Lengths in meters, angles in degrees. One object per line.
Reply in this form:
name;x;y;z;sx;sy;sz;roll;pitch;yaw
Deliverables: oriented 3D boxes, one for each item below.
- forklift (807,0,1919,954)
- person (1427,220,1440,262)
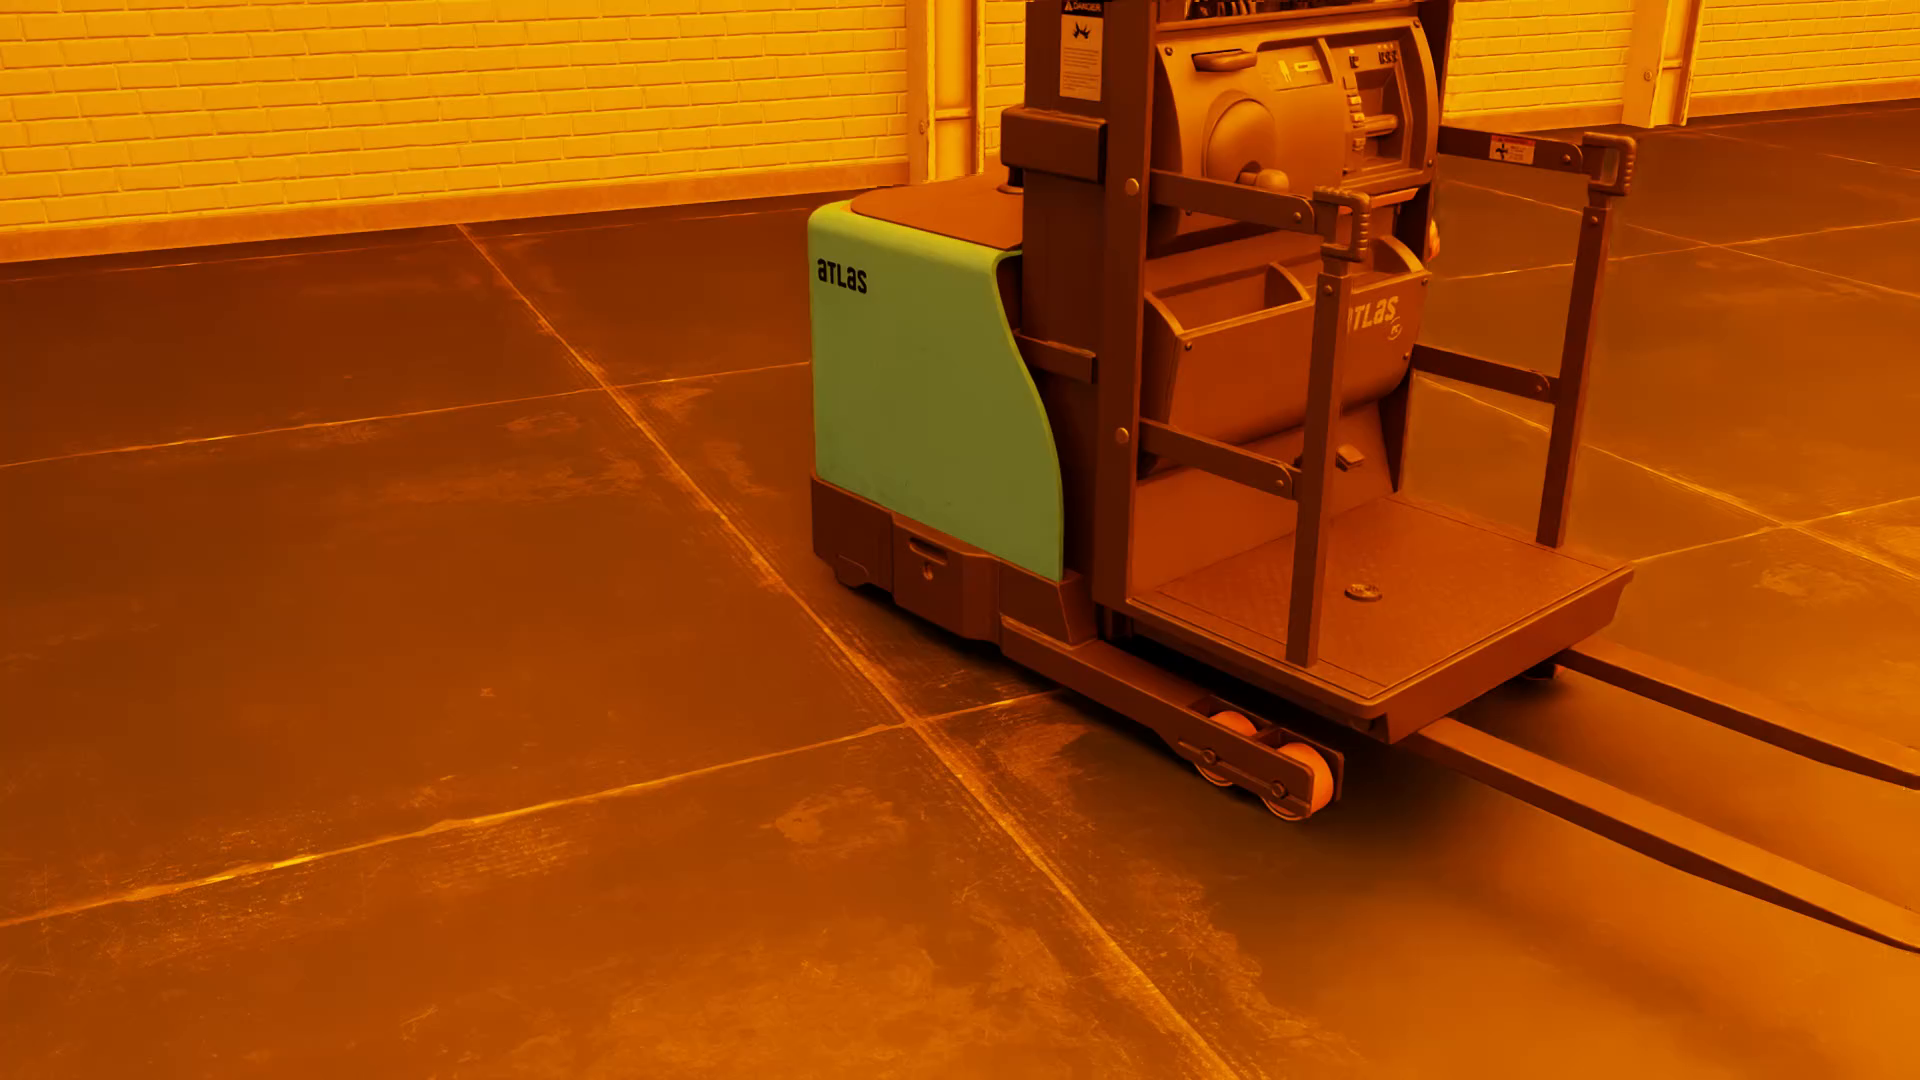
forklift;0.921;-0.961;3.599;1.130;2.935;3.031;-19;29;-38
person;1.059;-0.869;5.336;0.718;1.591;0.836;-18;29;-37
